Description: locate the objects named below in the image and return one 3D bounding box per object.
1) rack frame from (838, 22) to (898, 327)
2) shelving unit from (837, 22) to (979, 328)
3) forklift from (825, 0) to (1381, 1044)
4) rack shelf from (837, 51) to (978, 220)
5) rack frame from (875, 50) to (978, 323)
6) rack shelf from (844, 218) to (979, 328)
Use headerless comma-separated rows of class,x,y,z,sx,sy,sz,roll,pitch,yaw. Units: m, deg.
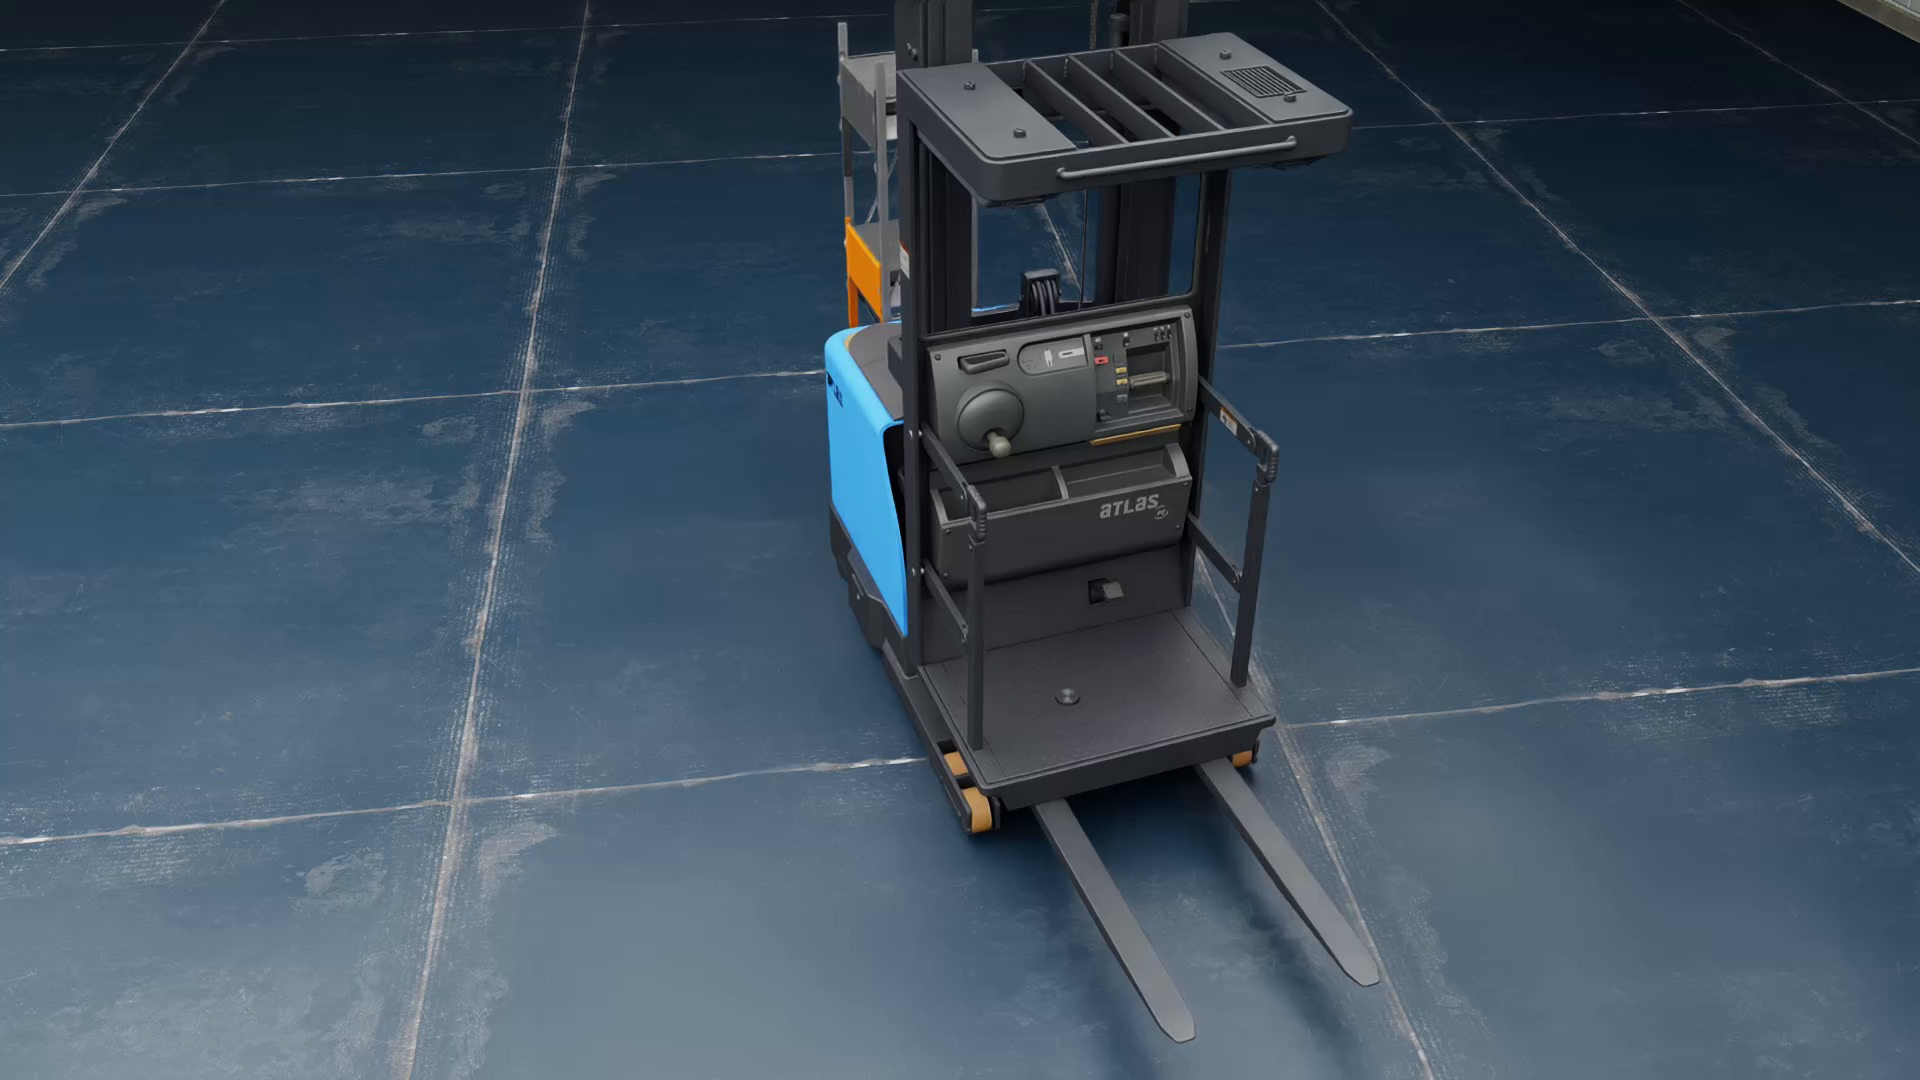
rack frame,-0.287,-1.180,7.117,0.400,2.100,0.015,-11,36,-16
shelving unit,-0.204,-1.051,6.927,0.431,2.100,0.503,-11,36,-16
forklift,0.426,-0.457,5.317,1.130,2.935,3.031,-11,36,-16
rack shelf,-0.204,-1.618,6.541,0.431,0.518,0.480,-11,36,-16
rack frame,-0.122,-0.921,6.737,0.400,2.100,0.015,-11,36,-16
rack shelf,-0.204,-1.039,6.935,0.431,0.518,0.480,-11,36,-16
